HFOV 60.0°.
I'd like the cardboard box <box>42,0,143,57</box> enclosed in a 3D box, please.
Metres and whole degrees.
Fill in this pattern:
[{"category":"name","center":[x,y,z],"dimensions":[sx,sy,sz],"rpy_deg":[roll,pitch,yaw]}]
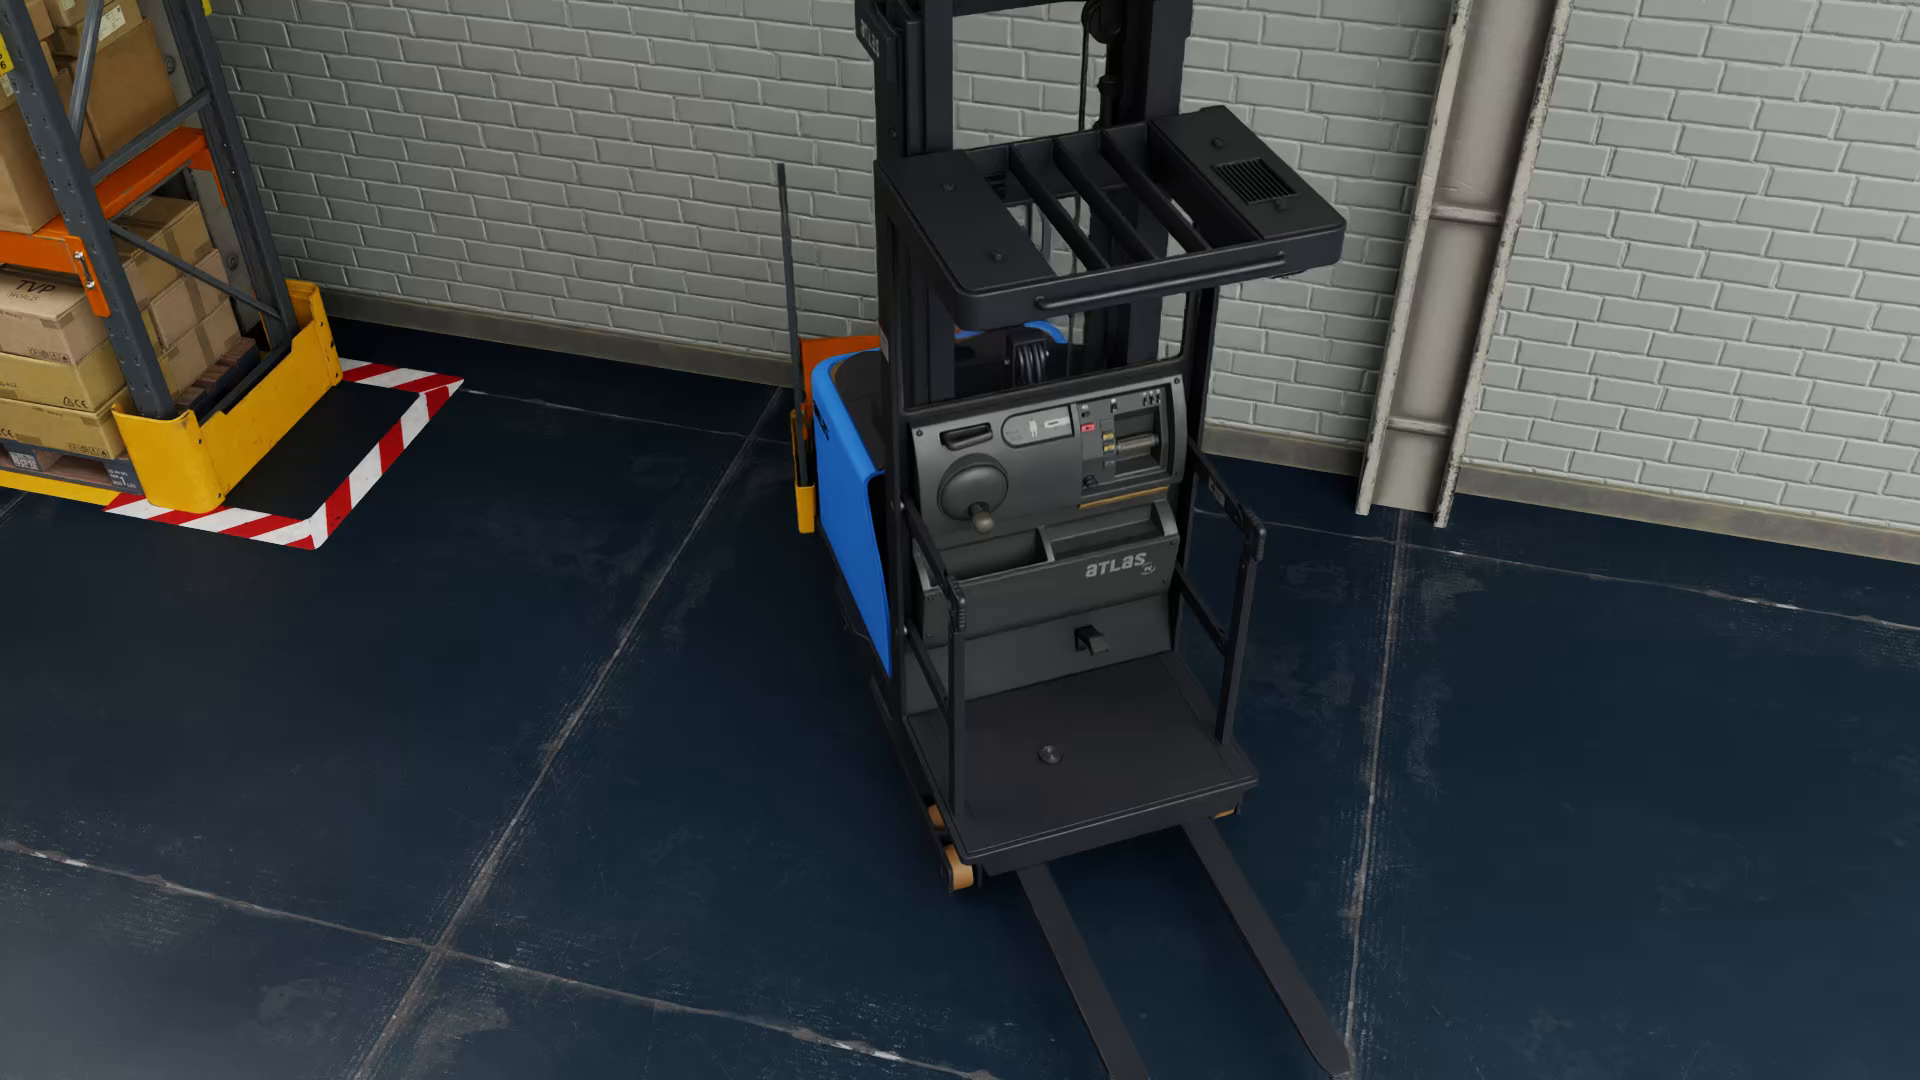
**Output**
[{"category":"cardboard box","center":[-3.632,-2.155,6.902],"dimensions":[0.250,0.149,0.380],"rpy_deg":[9,41,10]}]

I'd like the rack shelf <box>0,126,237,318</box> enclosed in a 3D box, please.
[{"category":"rack shelf","center":[-5.303,-1.708,7.511],"dimensions":[4.000,0.370,1.077],"rpy_deg":[10,41,11]}]

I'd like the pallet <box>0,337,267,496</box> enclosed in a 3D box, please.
[{"category":"pallet","center":[-4.121,-0.685,7.901],"dimensions":[1.213,0.211,1.003],"rpy_deg":[10,41,11]}]

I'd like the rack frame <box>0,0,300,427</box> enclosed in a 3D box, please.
[{"category":"rack frame","center":[-3.371,-1.651,6.884],"dimensions":[0.127,3.000,1.000],"rpy_deg":[10,41,11]}]

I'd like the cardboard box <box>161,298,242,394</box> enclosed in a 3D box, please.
[{"category":"cardboard box","center":[-3.795,-0.962,7.875],"dimensions":[0.500,0.250,0.500],"rpy_deg":[10,41,12]}]

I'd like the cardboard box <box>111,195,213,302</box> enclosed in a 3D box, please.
[{"category":"cardboard box","center":[-3.786,-1.339,7.546],"dimensions":[0.500,0.250,0.500],"rpy_deg":[9,41,11]}]

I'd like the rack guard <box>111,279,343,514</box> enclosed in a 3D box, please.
[{"category":"rack guard","center":[-3.348,-0.690,7.683],"dimensions":[0.348,0.500,1.175],"rpy_deg":[10,41,11]}]

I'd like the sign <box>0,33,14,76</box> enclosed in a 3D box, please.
[{"category":"sign","center":[-3.525,-1.850,6.036],"dimensions":[0.005,0.325,0.100],"rpy_deg":[10,41,11]}]

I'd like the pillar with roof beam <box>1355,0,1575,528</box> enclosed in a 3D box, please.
[{"category":"pillar with roof beam","center":[0.873,-0.952,1.387],"dimensions":[0.400,9.000,9.100],"rpy_deg":[10,41,11]}]

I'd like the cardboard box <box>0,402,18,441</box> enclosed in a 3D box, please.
[{"category":"cardboard box","center":[-4.384,-0.729,7.598],"dimensions":[0.500,0.250,0.500],"rpy_deg":[10,41,11]}]

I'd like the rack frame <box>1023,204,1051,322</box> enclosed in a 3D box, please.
[{"category":"rack frame","center":[0.312,-0.870,7.119],"dimensions":[0.032,1.500,0.500],"rpy_deg":[-4,40,-5]}]

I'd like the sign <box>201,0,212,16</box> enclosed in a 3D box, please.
[{"category":"sign","center":[-3.222,-2.357,6.989],"dimensions":[0.005,0.325,0.100],"rpy_deg":[10,41,11]}]

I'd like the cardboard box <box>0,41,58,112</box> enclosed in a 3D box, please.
[{"category":"cardboard box","center":[-3.778,-1.821,6.504],"dimensions":[0.250,0.149,0.380],"rpy_deg":[10,41,12]}]

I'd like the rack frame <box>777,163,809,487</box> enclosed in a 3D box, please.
[{"category":"rack frame","center":[-0.698,-0.794,7.029],"dimensions":[0.032,1.500,0.500],"rpy_deg":[-4,40,-5]}]

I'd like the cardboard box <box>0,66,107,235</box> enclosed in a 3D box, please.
[{"category":"cardboard box","center":[-3.914,-1.608,6.755],"dimensions":[0.500,0.500,0.500],"rpy_deg":[9,41,10]}]

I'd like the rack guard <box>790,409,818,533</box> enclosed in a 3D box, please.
[{"category":"rack guard","center":[-0.697,-0.315,7.431],"dimensions":[0.087,0.250,0.587],"rpy_deg":[-4,40,-5]}]

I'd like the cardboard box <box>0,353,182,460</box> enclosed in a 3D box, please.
[{"category":"cardboard box","center":[-3.907,-0.641,7.492],"dimensions":[0.500,0.250,0.500],"rpy_deg":[10,41,12]}]

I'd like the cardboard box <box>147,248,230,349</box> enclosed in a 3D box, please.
[{"category":"cardboard box","center":[-3.771,-1.158,7.719],"dimensions":[0.500,0.250,0.500],"rpy_deg":[10,41,12]}]

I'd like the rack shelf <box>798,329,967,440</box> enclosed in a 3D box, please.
[{"category":"rack shelf","center":[-0.193,-0.694,7.190],"dimensions":[1.000,0.185,0.538],"rpy_deg":[-4,40,-5]}]

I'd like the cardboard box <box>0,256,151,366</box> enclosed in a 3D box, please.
[{"category":"cardboard box","center":[-3.896,-1.025,7.172],"dimensions":[0.500,0.250,0.500],"rpy_deg":[11,41,13]}]

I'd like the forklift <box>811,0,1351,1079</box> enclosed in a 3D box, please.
[{"category":"forklift","center":[0.369,-0.203,5.213],"dimensions":[1.130,2.935,3.031],"rpy_deg":[-12,42,-14]}]

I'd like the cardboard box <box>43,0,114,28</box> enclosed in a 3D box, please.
[{"category":"cardboard box","center":[-3.640,-2.240,6.772],"dimensions":[0.250,0.149,0.380],"rpy_deg":[9,41,11]}]

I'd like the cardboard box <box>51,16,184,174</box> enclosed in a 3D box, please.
[{"category":"cardboard box","center":[-3.778,-1.944,7.155],"dimensions":[0.500,0.500,0.500],"rpy_deg":[11,41,13]}]

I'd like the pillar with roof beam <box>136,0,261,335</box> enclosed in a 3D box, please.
[{"category":"pillar with roof beam","center":[-4.923,-1.950,2.574],"dimensions":[0.400,9.000,9.100],"rpy_deg":[10,41,11]}]

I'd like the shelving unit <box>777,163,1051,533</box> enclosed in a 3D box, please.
[{"category":"shelving unit","center":[-0.202,-0.831,7.073],"dimensions":[1.083,1.500,0.587],"rpy_deg":[-4,40,-5]}]

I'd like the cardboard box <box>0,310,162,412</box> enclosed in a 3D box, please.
[{"category":"cardboard box","center":[-3.922,-0.837,7.337],"dimensions":[0.500,0.250,0.500],"rpy_deg":[9,41,11]}]

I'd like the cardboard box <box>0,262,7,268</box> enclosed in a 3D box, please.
[{"category":"cardboard box","center":[-4.391,-1.106,7.268],"dimensions":[0.500,0.250,0.500],"rpy_deg":[10,41,12]}]

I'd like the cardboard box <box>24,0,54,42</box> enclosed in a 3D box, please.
[{"category":"cardboard box","center":[-3.771,-1.980,6.462],"dimensions":[0.250,0.149,0.380],"rpy_deg":[10,41,12]}]
